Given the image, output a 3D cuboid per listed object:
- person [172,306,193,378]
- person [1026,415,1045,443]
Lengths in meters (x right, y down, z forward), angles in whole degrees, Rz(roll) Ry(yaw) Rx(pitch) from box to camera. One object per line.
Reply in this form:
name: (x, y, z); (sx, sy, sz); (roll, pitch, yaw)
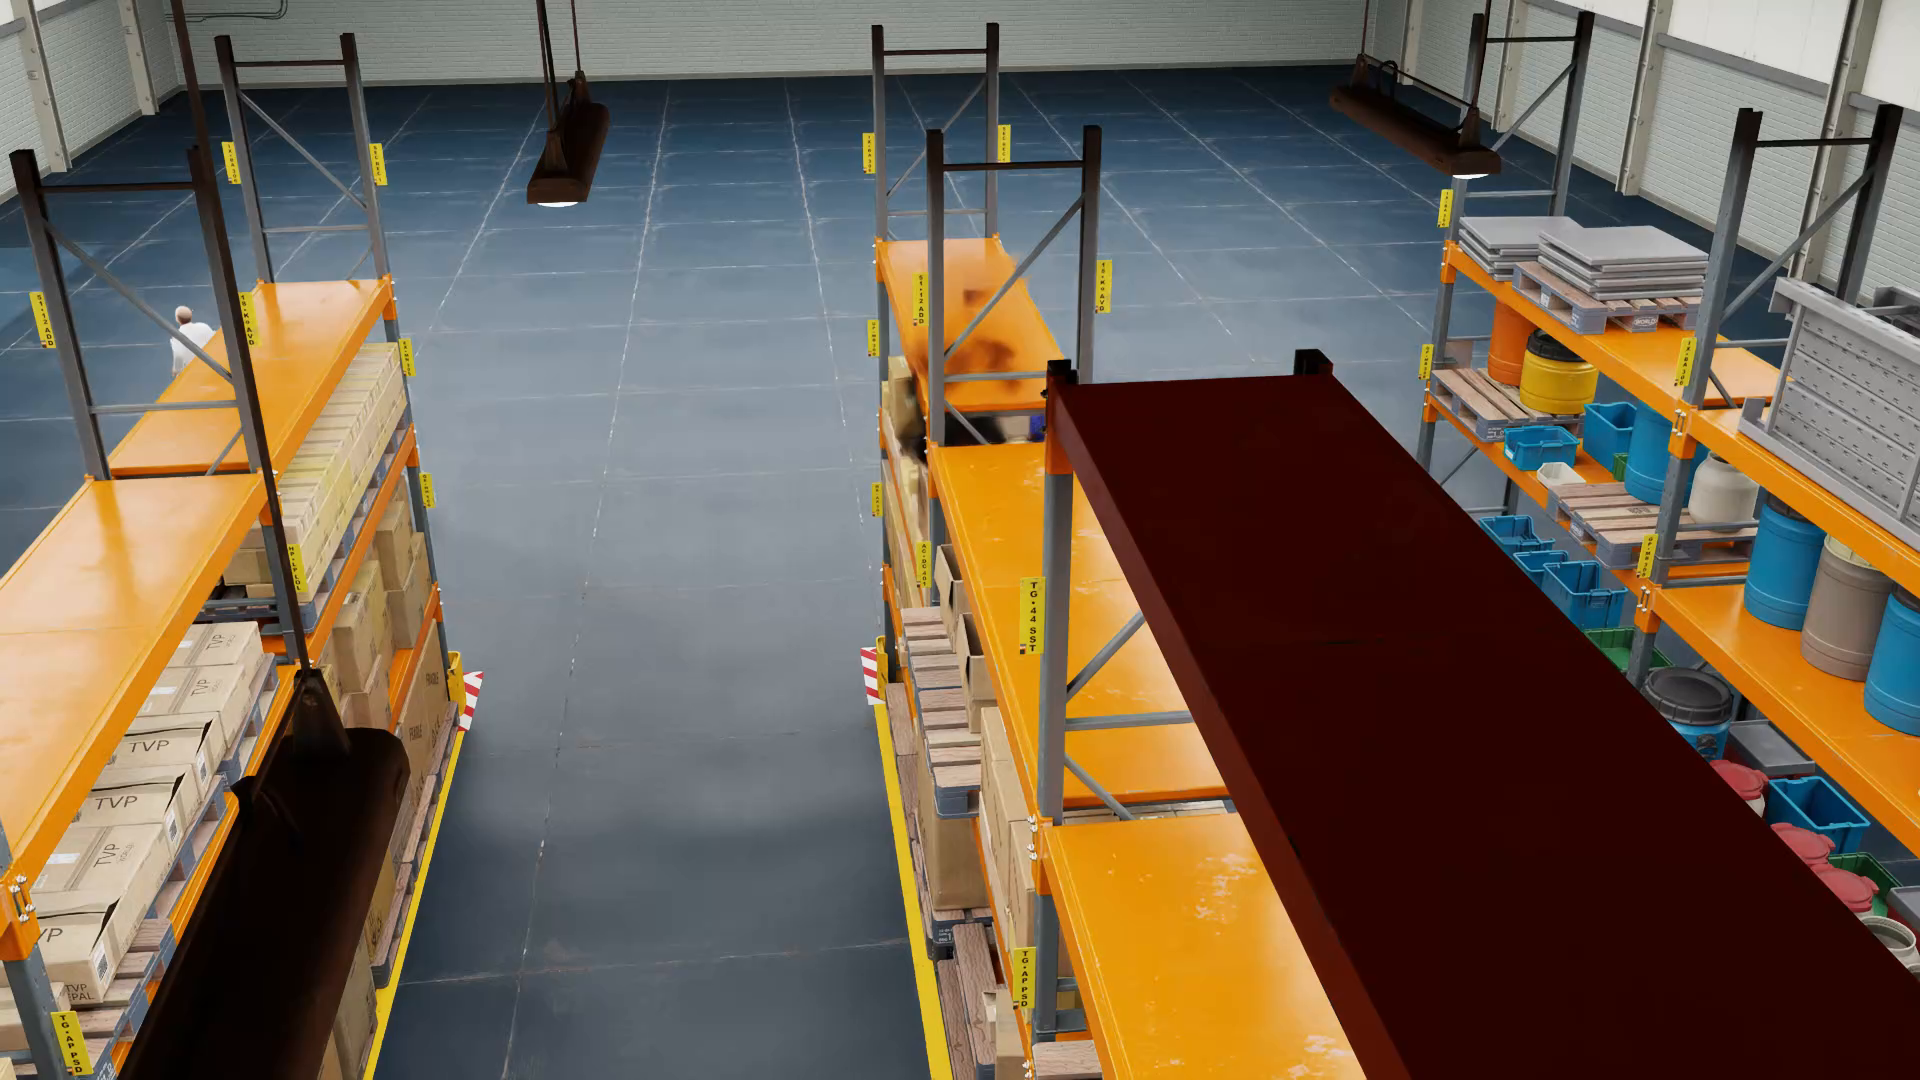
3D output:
person: (-9.534, -2.067, 20.791); (1.018, 1.767, 0.671); (16, 30, 30)
person: (0.962, -0.914, 18.558); (0.861, 1.712, 0.548); (8, 27, 16)
